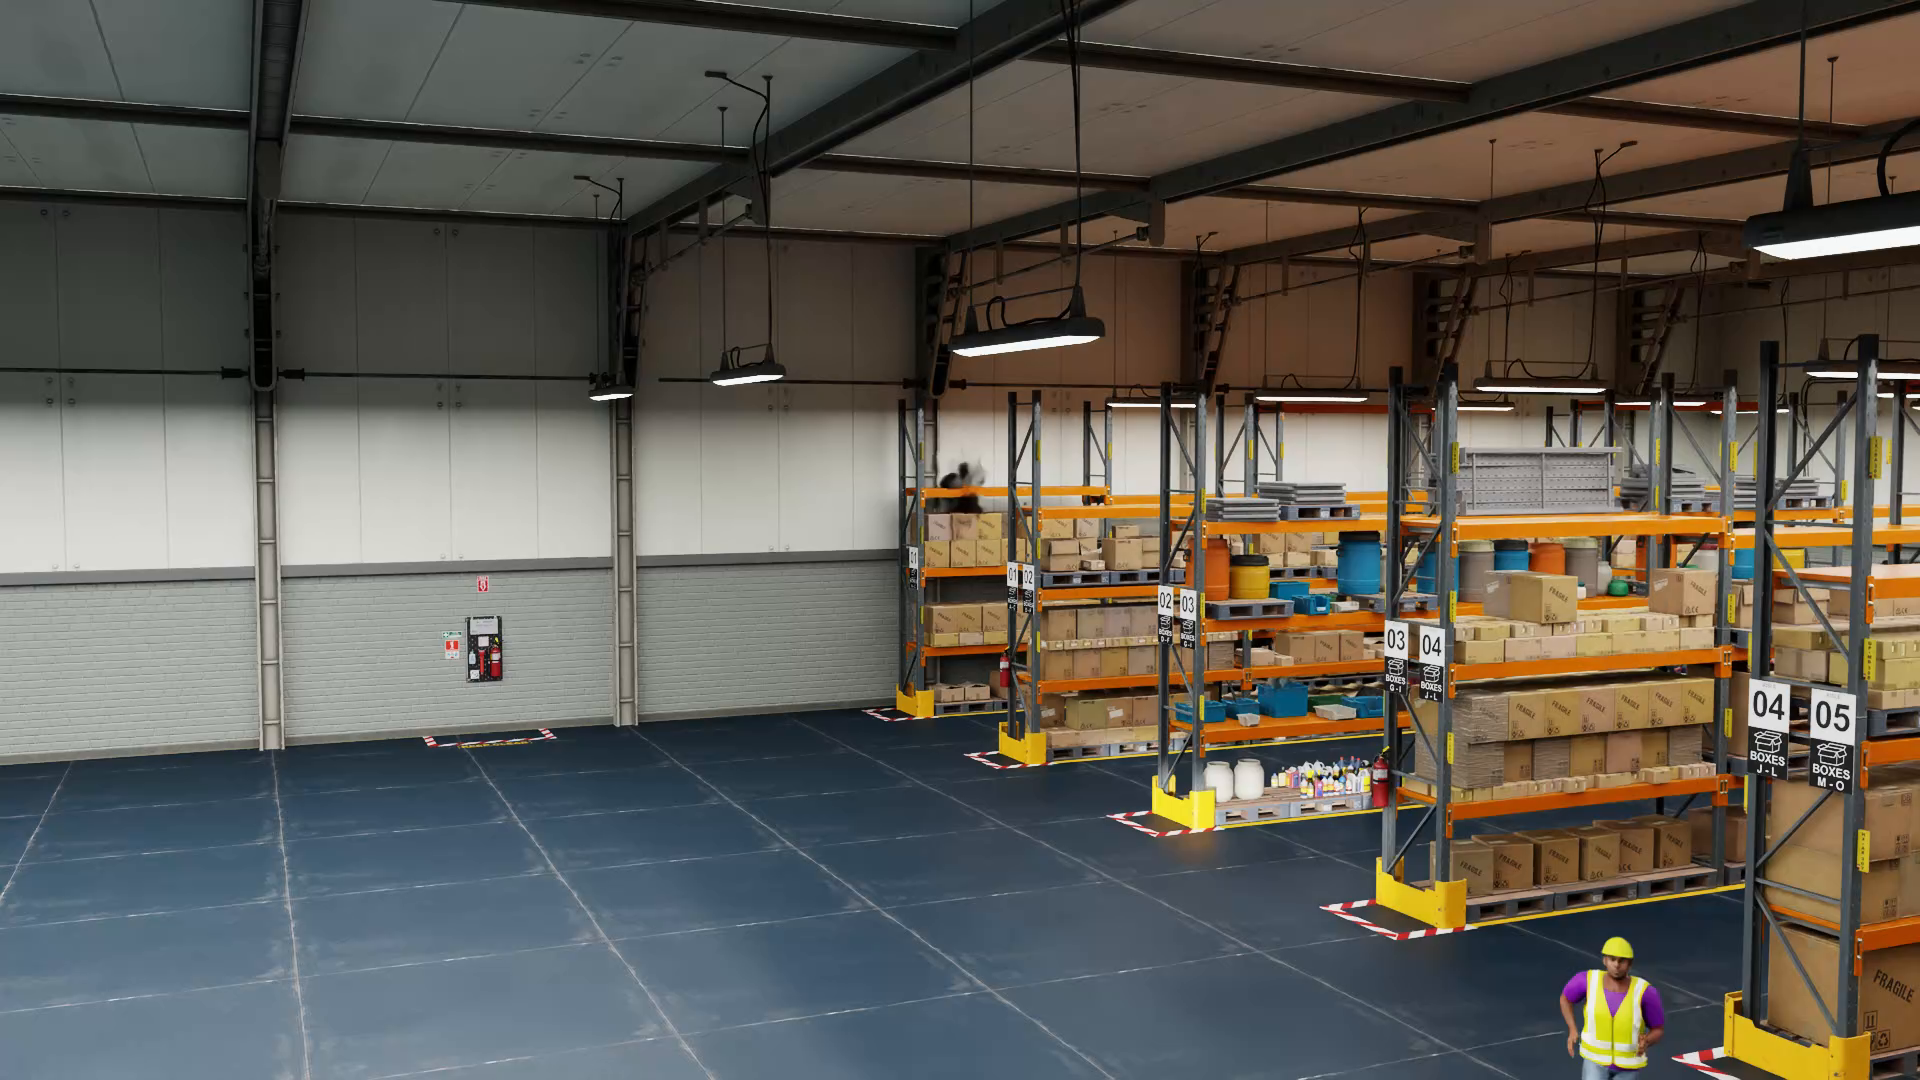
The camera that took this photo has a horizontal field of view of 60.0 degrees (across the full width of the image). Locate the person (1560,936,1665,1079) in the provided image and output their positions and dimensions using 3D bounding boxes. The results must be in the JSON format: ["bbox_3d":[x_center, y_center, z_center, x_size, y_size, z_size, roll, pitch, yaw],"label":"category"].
[{"bbox_3d":[4.493,3.618,11.466,0.673,1.779,0.711,1,4,19],"label":"person"}]

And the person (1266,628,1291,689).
[{"bbox_3d":[6.100,2.448,31.576,0.654,1.842,0.668,-2,4,-28],"label":"person"}]
